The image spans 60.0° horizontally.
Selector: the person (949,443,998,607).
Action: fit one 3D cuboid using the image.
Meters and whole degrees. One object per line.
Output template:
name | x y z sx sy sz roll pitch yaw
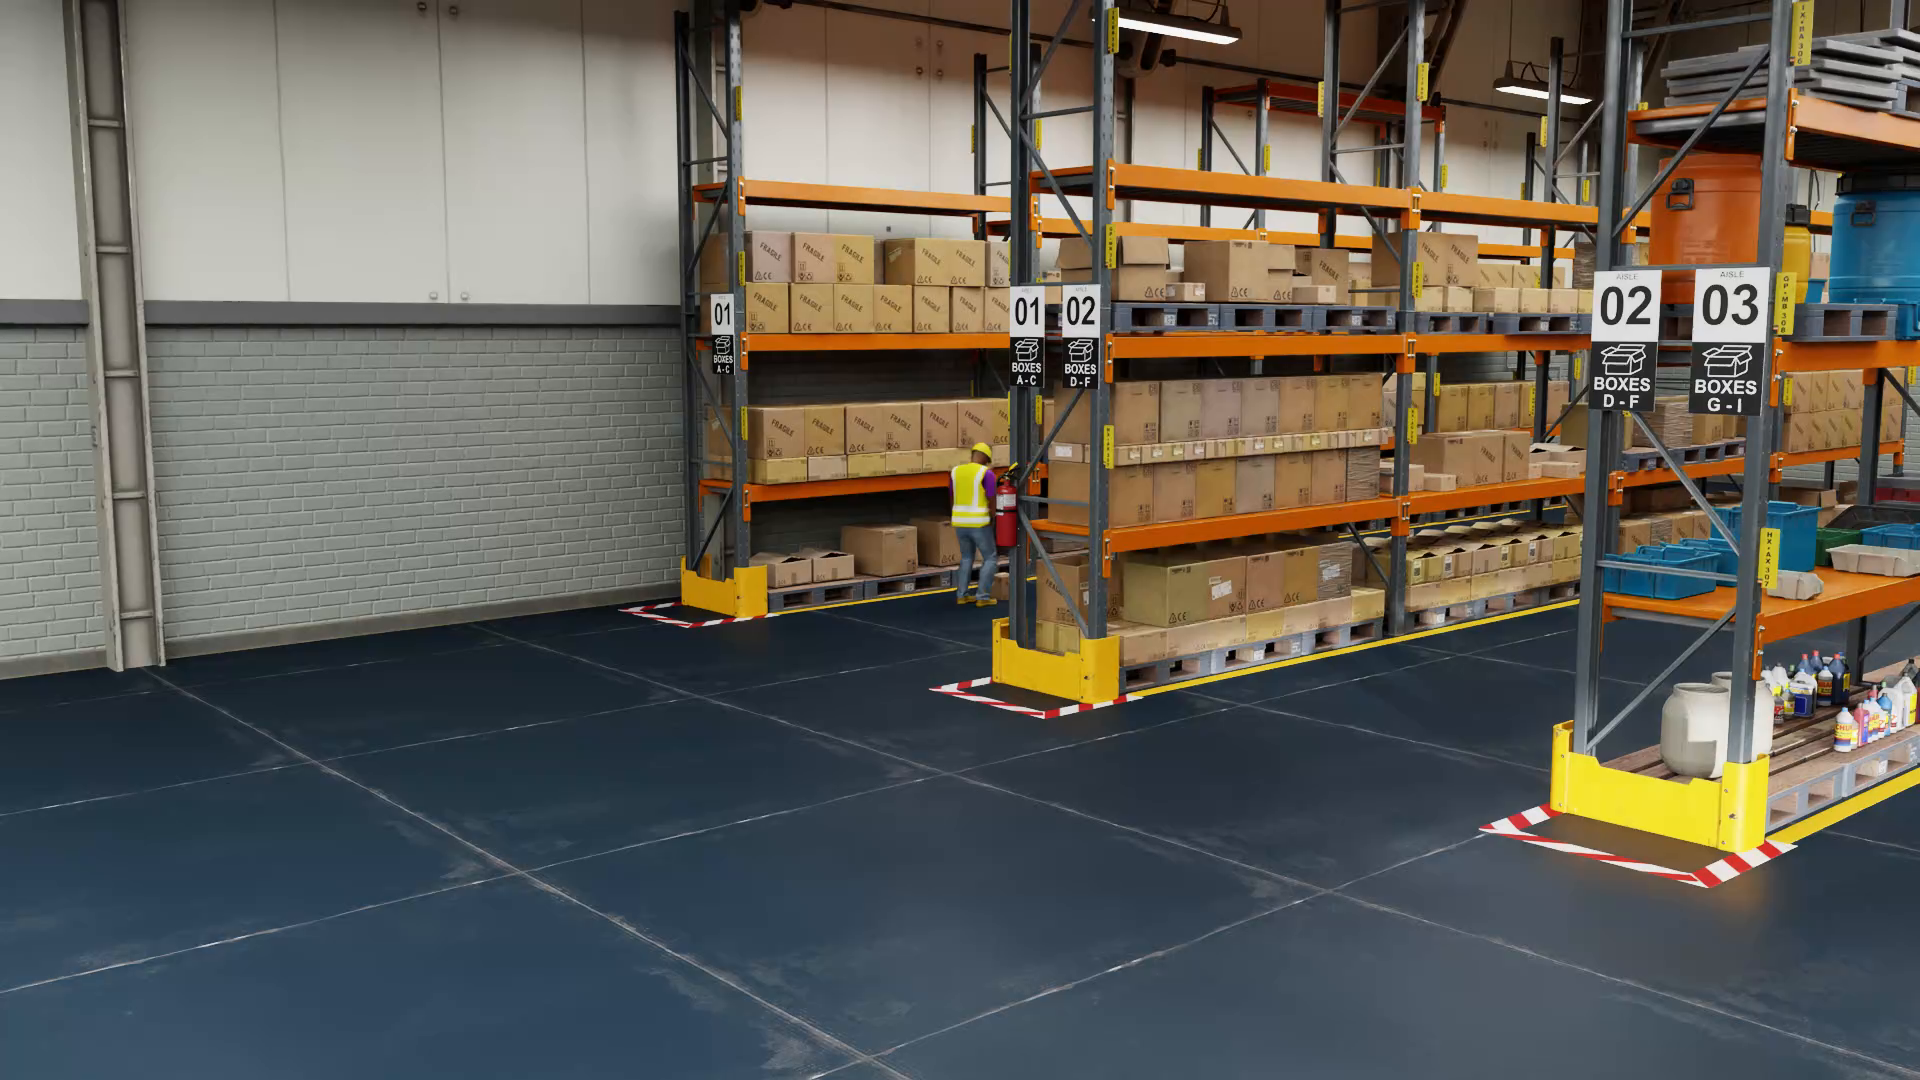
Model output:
person | 0.151 -0.167 17.321 0.602 1.683 0.511 6 9 37
